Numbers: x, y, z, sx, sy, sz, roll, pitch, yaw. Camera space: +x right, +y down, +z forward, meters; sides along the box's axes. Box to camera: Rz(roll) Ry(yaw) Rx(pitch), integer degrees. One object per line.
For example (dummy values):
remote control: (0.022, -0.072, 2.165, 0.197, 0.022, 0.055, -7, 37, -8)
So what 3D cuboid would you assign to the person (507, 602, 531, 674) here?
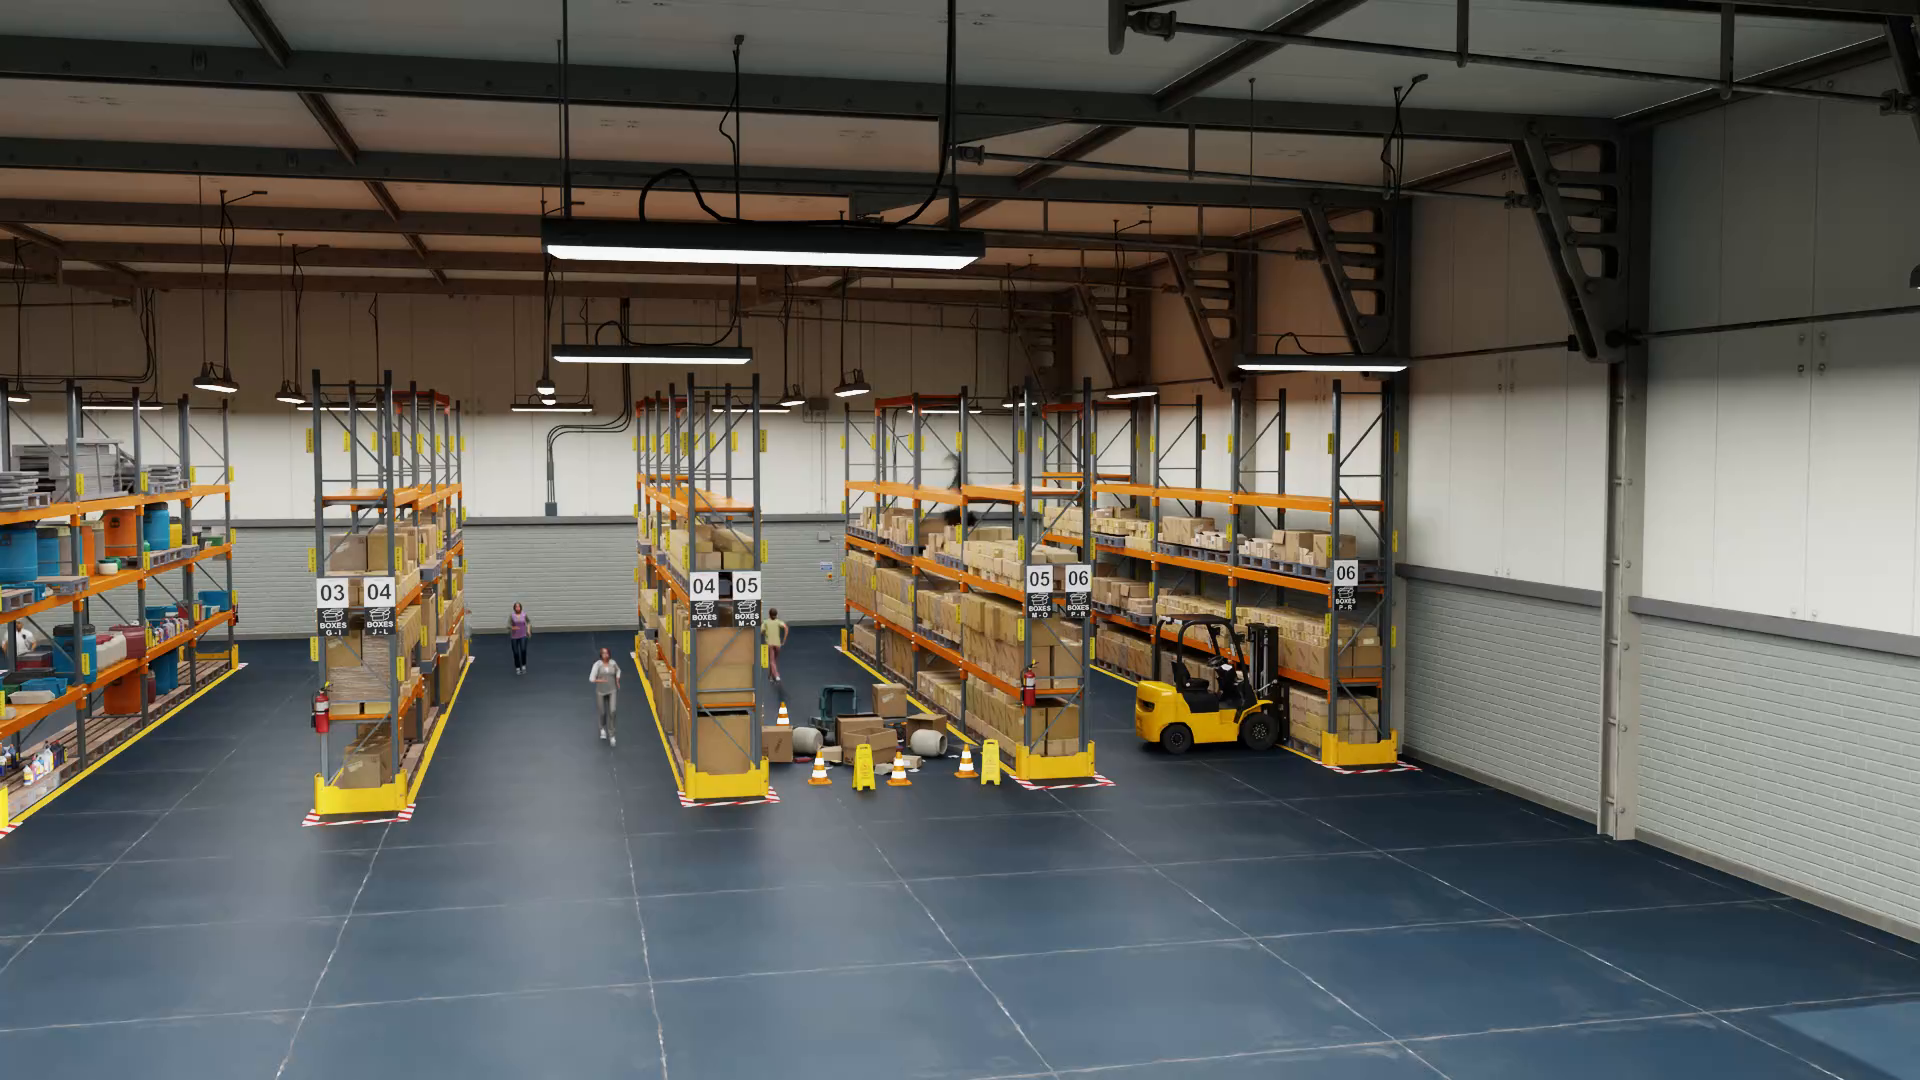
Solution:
person: (-9.537, 2.121, 35.992, 0.511, 1.570, 0.636, -1, 3, -16)

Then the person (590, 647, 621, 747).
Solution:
person: (-5.909, 2.582, 27.726, 0.530, 1.622, 0.825, -1, 3, -16)

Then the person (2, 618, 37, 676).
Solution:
person: (-18.384, 2.316, 32.500, 0.595, 1.622, 0.561, -1, 4, -22)

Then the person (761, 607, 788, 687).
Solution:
person: (-3.804, 2.226, 33.905, 0.581, 1.666, 1.035, -1, 3, -18)

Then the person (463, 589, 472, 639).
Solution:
person: (-11.790, 1.900, 39.110, 0.628, 1.702, 0.625, 0, 3, -5)
